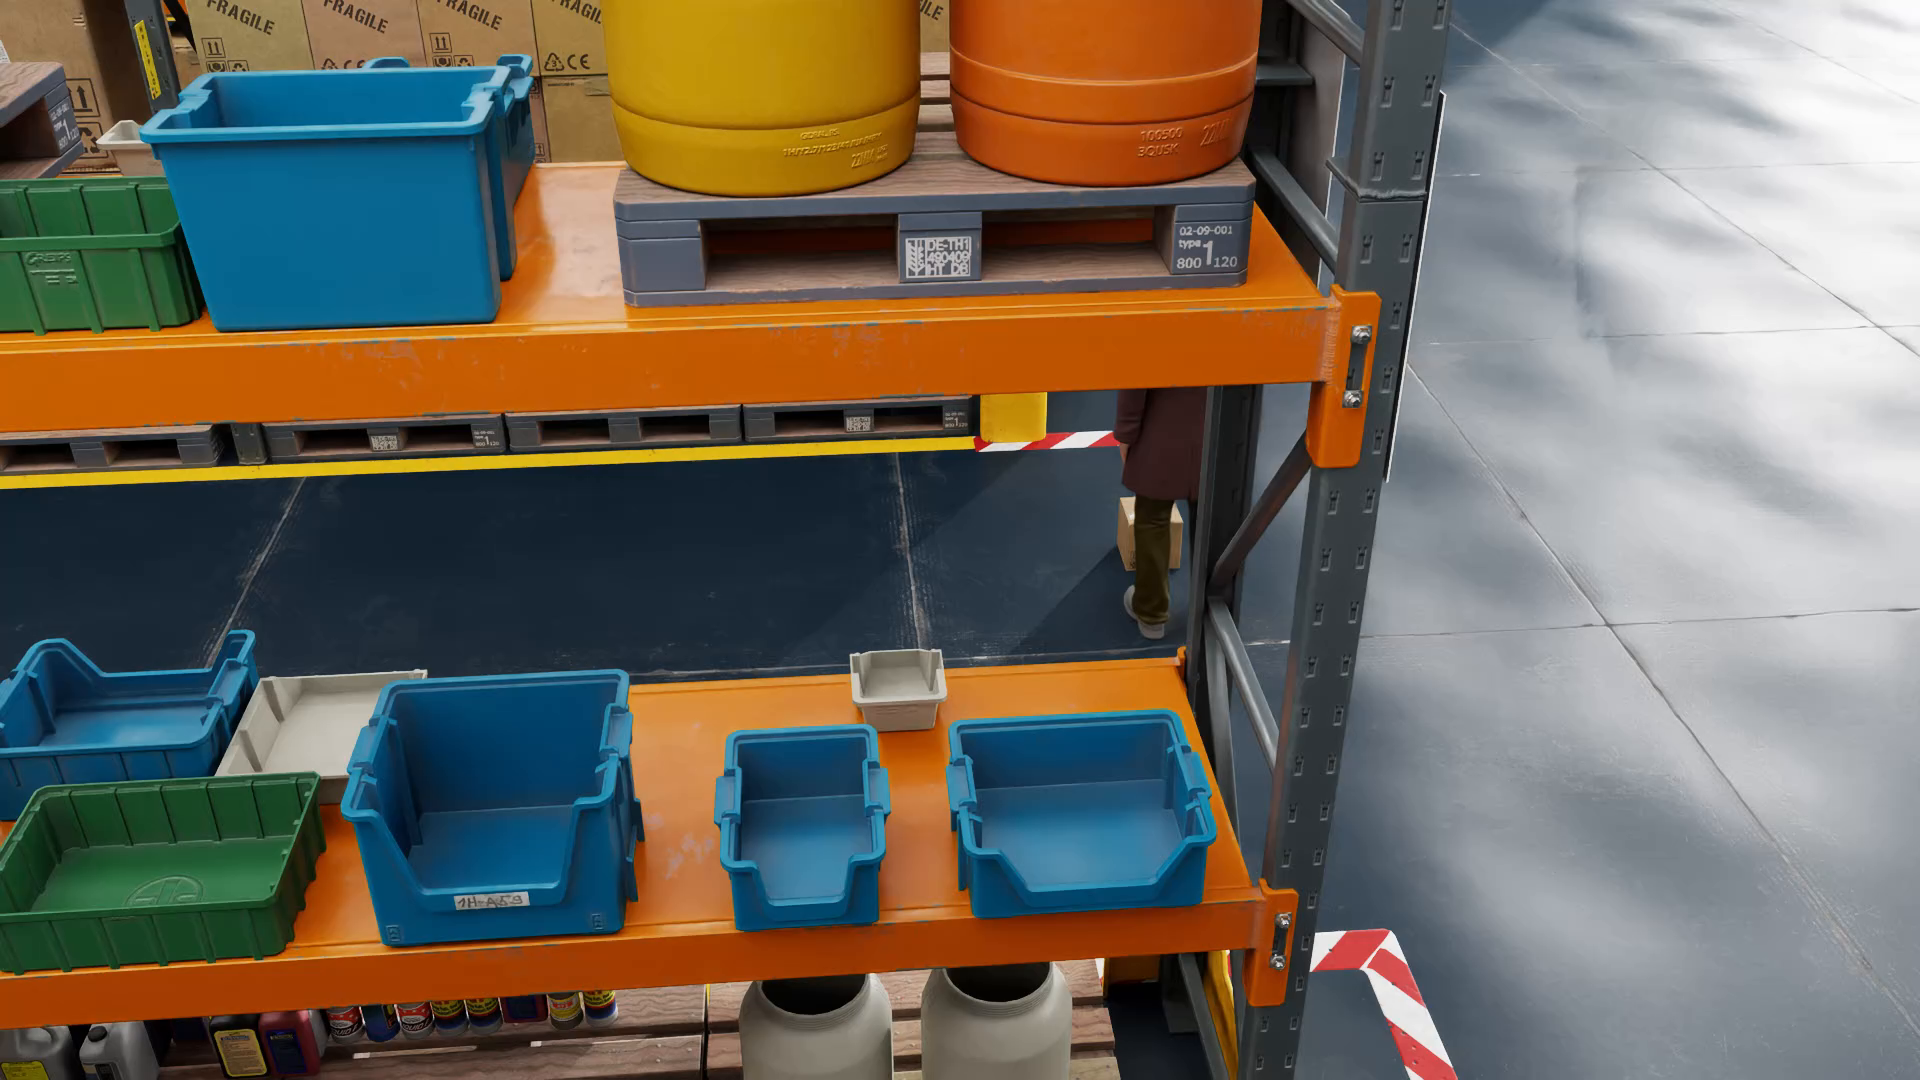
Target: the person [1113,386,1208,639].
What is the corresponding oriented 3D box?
[{"bbox_3d":[0.908,-0.418,6.857,0.563,1.781,0.379,-2,31,-4],"label":"person"}]
